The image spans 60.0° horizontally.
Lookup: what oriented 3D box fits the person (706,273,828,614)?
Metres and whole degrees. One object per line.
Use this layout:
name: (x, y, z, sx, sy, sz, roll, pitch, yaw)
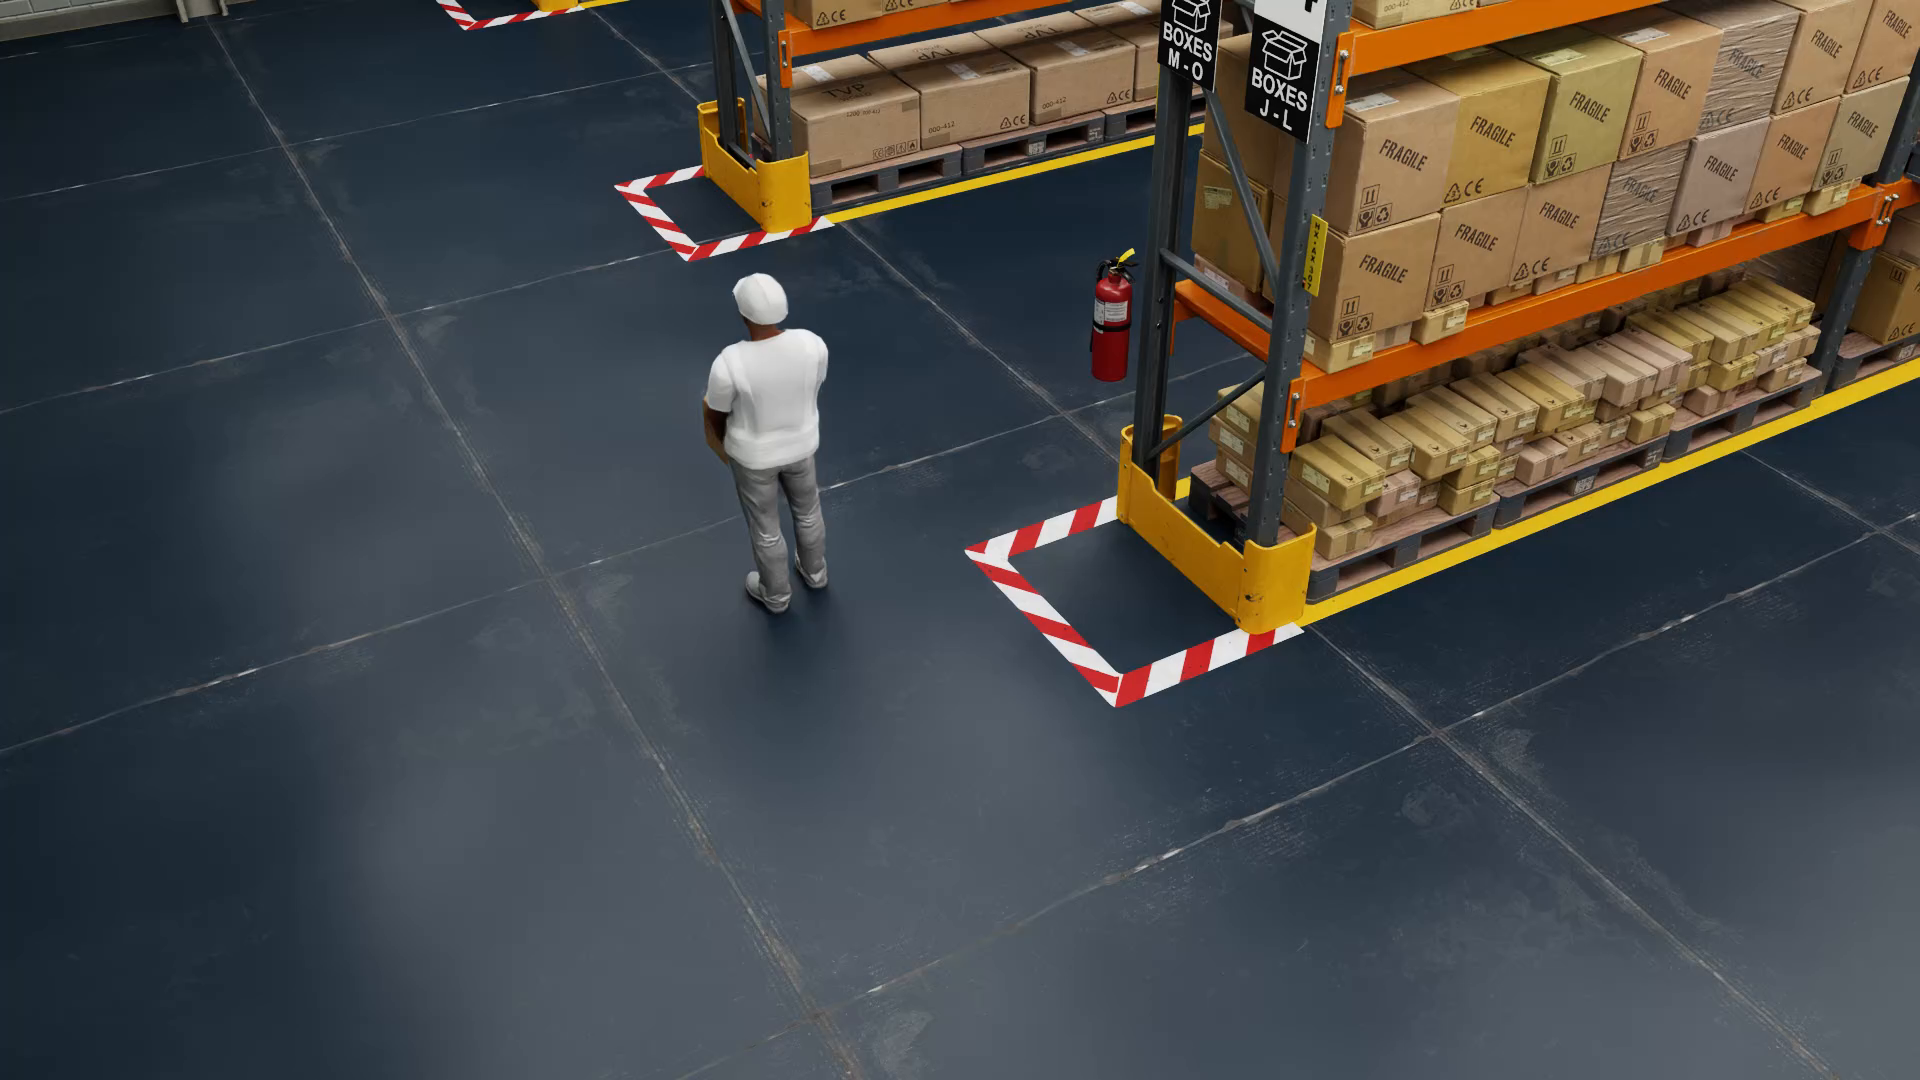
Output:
person: (-0.868, -0.447, 7.501, 0.559, 1.772, 0.515, -17, 40, -21)
